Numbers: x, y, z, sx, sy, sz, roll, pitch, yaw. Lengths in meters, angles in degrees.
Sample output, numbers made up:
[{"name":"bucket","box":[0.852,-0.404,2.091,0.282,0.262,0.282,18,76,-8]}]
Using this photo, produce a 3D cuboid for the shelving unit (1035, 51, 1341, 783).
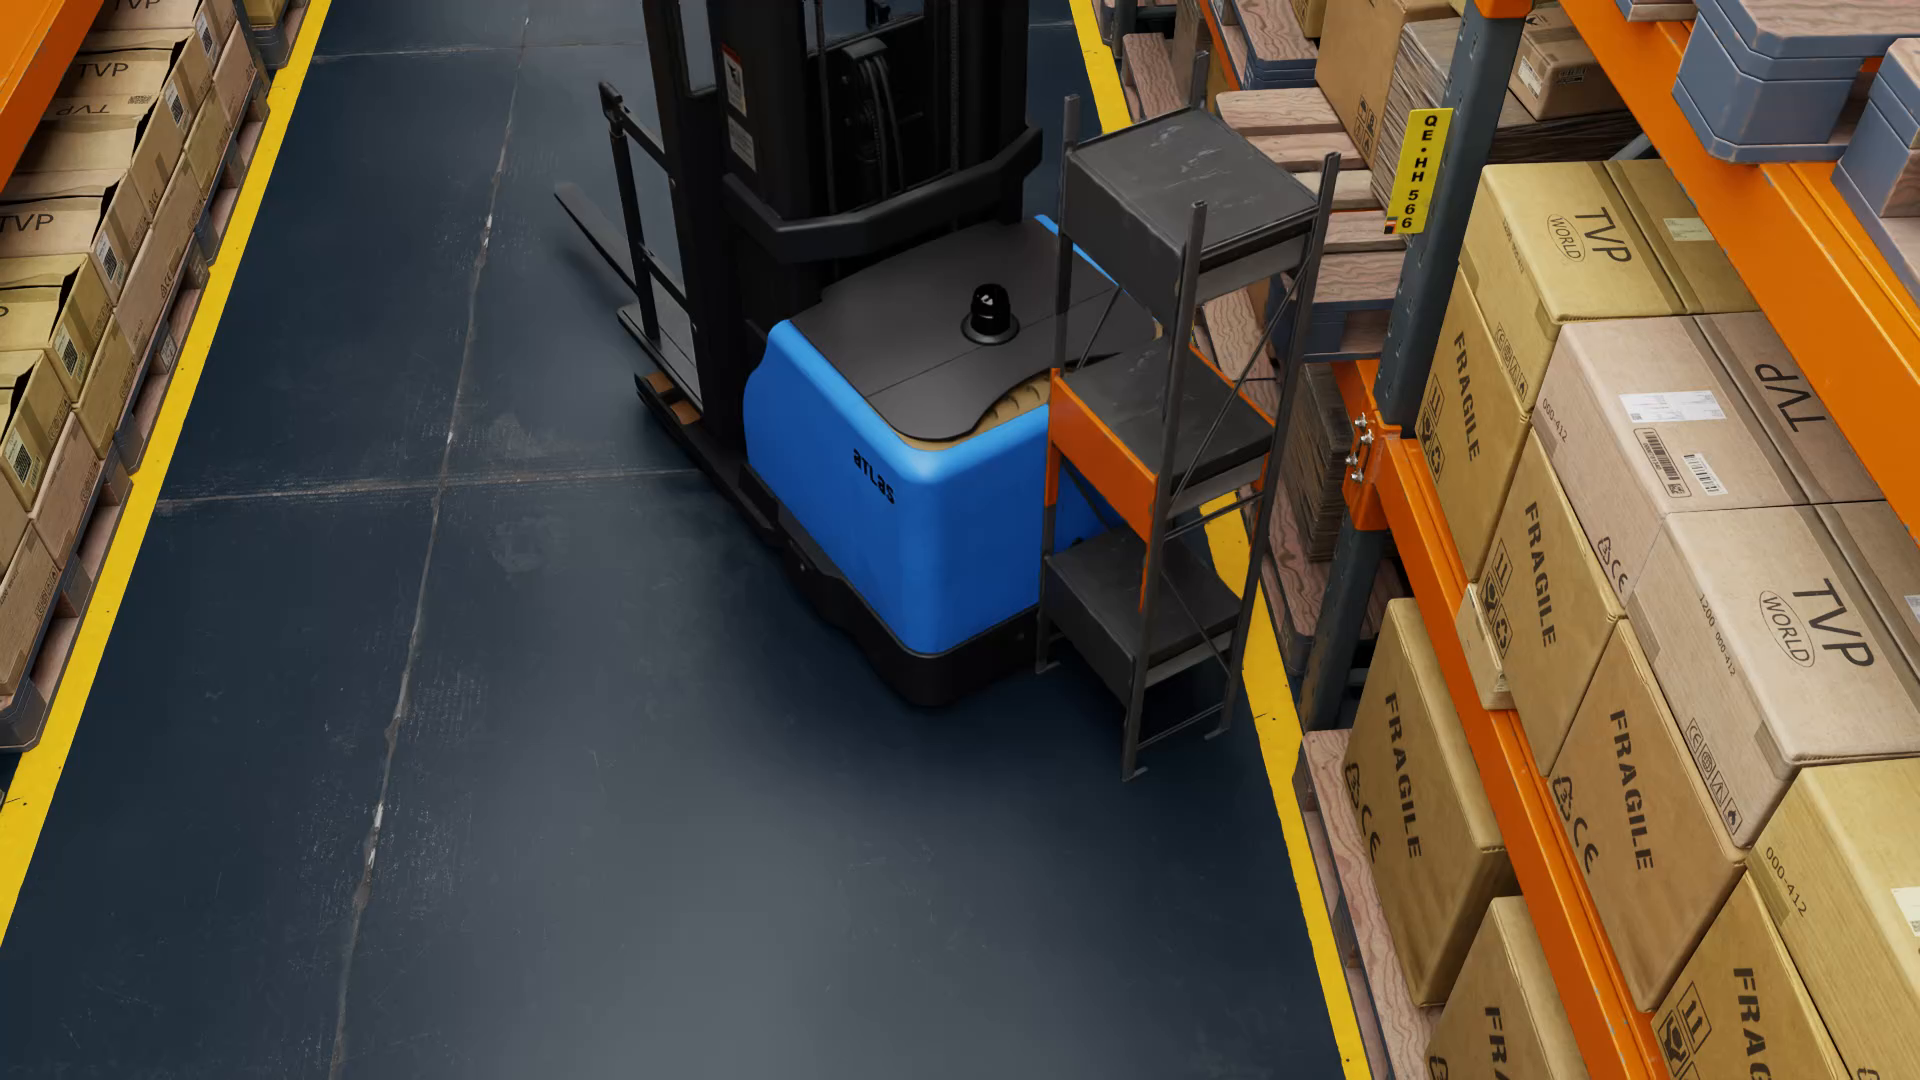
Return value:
[{"name":"shelving unit","box":[0.541,-0.213,4.506,0.431,2.100,0.503,-23,51,-21]}]

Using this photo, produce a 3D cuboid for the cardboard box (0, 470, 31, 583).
[{"name":"cardboard box","box":[-3.122,0.026,4.878,0.500,0.311,0.500,-2,47,-2]}]

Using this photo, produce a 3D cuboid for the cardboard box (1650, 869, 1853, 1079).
[{"name":"cardboard box","box":[1.477,0.849,2.592,0.500,0.500,0.500,-2,47,-2]}]

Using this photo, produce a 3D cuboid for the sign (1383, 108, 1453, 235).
[{"name":"sign","box":[1.025,-0.820,3.718,0.100,0.325,0.005,-3,47,-3]}]

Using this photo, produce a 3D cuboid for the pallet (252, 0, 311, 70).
[{"name":"pallet","box":[-3.731,-2.699,8.160,1.003,0.211,1.213,-3,47,-3]}]

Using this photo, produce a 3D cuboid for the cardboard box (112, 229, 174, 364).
[{"name":"cardboard box","box":[-3.257,-0.891,6.133,0.500,0.250,0.500,-3,47,-2]}]

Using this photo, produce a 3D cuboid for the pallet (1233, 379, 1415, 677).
[{"name":"pallet","box":[1.501,-0.096,5.695,1.003,0.211,1.213,-3,47,-3]}]

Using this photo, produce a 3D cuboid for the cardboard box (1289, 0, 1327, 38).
[{"name":"cardboard box","box":[1.389,-1.914,5.125,0.700,0.500,0.500,-3,47,-3]}]

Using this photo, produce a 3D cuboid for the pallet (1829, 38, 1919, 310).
[{"name":"pallet","box":[1.768,-0.184,1.923,1.003,0.211,1.213,-2,47,-1]}]

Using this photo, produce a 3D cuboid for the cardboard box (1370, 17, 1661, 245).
[{"name":"cardboard box","box":[1.516,-1.014,4.273,0.700,0.500,0.500,-8,47,-8]}]

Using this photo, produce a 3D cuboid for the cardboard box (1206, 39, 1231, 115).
[{"name":"cardboard box","box":[1.402,-1.773,6.781,0.700,0.500,0.500,-4,47,-4]}]

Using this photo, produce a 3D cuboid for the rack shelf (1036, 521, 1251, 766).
[{"name":"rack shelf","box":[0.541,0.278,5.024,0.431,0.518,0.480,-23,51,-21]}]

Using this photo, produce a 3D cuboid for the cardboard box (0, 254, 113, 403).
[{"name":"cardboard box","box":[-3.215,-0.723,5.587,0.500,0.311,0.500,-5,47,-4]}]

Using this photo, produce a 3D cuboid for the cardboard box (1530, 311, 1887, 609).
[{"name":"cardboard box","box":[1.392,-0.158,3.029,0.500,0.250,0.500,-4,47,-4]}]

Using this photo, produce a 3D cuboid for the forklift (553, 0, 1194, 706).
[{"name":"forklift","box":[-0.540,-1.534,5.184,1.130,2.935,3.031,-26,52,-23]}]

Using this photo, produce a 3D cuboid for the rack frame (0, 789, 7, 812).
[{"name":"rack frame","box":[-3.371,-0.185,3.860,1.000,3.000,0.127,-3,47,-3]}]

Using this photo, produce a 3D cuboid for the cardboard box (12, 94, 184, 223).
[{"name":"cardboard box","box":[-3.297,-1.458,6.284,0.500,0.311,0.500,-4,47,-3]}]

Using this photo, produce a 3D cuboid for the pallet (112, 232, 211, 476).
[{"name":"pallet","box":[-3.500,-0.705,6.272,1.003,0.211,1.213,-3,47,-3]}]

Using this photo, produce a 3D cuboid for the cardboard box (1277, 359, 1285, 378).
[{"name":"cardboard box","box":[1.526,-0.678,5.745,0.700,0.500,0.500,-4,47,-3]}]

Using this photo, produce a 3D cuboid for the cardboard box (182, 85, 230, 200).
[{"name":"cardboard box","box":[-3.342,-1.630,6.832,0.500,0.250,0.500,-4,47,-4]}]

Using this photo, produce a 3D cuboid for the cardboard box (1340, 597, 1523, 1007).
[{"name":"cardboard box","box":[1.496,0.646,4.264,0.750,0.750,0.750,-4,47,-4]}]

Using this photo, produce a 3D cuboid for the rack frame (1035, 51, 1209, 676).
[{"name":"rack frame","box":[0.416,-0.365,4.650,0.400,2.100,0.015,-23,51,-21]}]

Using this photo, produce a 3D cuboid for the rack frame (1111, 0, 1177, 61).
[{"name":"rack frame","box":[1.230,-3.383,6.888,1.000,3.000,0.127,-3,47,-3]}]

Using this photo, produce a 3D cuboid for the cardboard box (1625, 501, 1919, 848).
[{"name":"cardboard box","box":[1.438,0.204,2.687,0.500,0.250,0.500,-3,47,-3]}]

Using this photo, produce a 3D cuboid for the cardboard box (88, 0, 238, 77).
[{"name":"cardboard box","box":[-3.386,-2.196,6.982,0.500,0.311,0.500,-3,47,-3]}]

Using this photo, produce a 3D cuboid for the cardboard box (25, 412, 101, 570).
[{"name":"cardboard box","box":[-3.165,-0.145,5.426,0.500,0.250,0.500,-5,47,-4]}]

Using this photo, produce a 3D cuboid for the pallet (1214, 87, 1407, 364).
[{"name":"pallet","box":[1.399,-0.932,4.699,1.213,0.211,1.003,-3,47,-3]}]

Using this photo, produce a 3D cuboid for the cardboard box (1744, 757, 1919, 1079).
[{"name":"cardboard box","box":[1.487,0.573,2.338,0.500,0.250,0.500,-4,47,-4]}]

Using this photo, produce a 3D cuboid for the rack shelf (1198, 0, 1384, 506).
[{"name":"rack shelf","box":[1.398,-1.689,5.779,1.077,0.370,4.000,-3,47,-3]}]

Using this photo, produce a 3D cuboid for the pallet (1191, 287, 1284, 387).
[{"name":"pallet","box":[1.402,-0.976,6.529,1.003,0.211,1.213,-3,47,-3]}]

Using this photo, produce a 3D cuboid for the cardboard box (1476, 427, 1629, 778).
[{"name":"cardboard box","box":[1.385,0.114,3.289,0.500,0.500,0.500,-2,47,-2]}]

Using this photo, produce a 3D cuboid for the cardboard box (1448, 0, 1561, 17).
[{"name":"cardboard box","box":[1.465,-1.378,4.170,0.380,0.149,0.250,-11,47,-10]}]
